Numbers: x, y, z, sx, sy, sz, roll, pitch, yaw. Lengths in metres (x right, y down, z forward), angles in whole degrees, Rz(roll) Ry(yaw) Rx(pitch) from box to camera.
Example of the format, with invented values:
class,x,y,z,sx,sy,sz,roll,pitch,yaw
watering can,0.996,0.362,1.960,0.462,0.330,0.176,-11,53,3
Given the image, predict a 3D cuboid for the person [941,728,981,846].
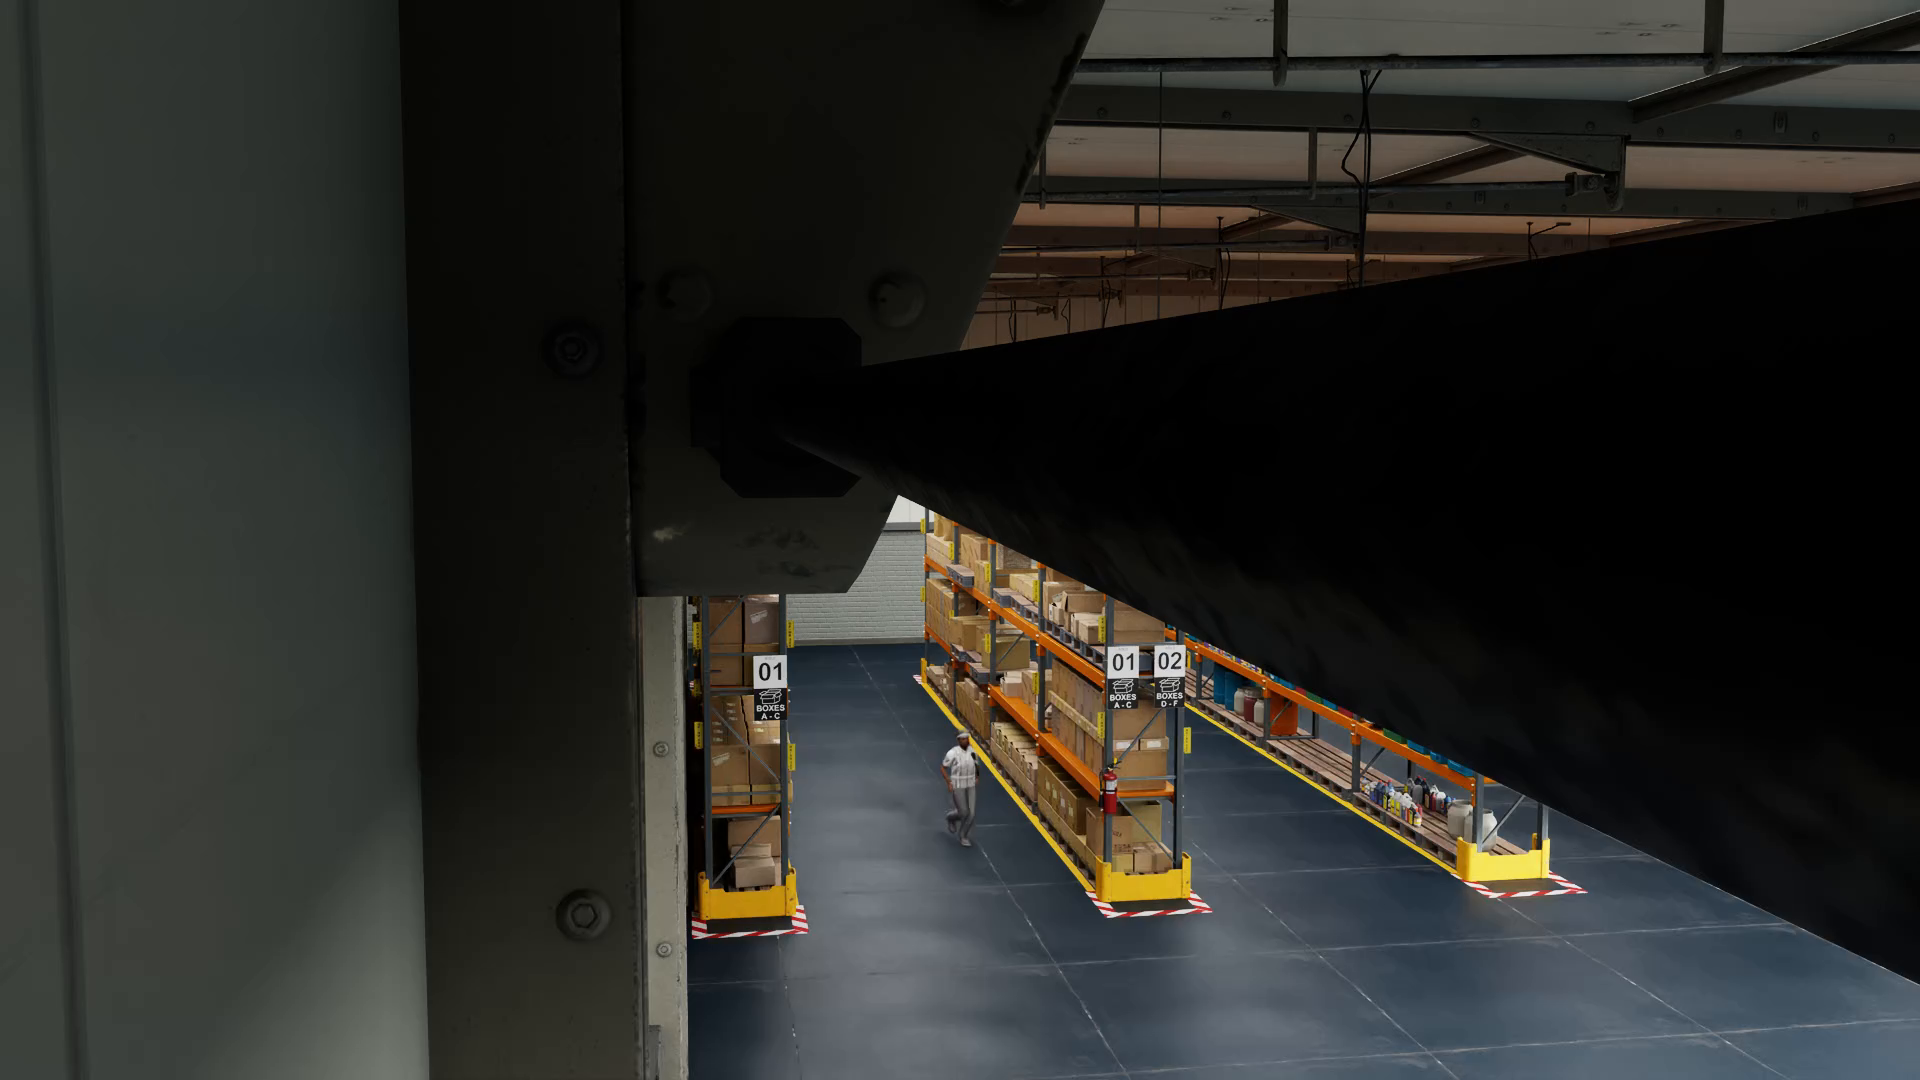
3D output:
class,x,y,z,sx,sy,sz,roll,pitch,yaw
person,0.046,3.459,23.373,0.575,1.661,0.560,-2,6,-25
